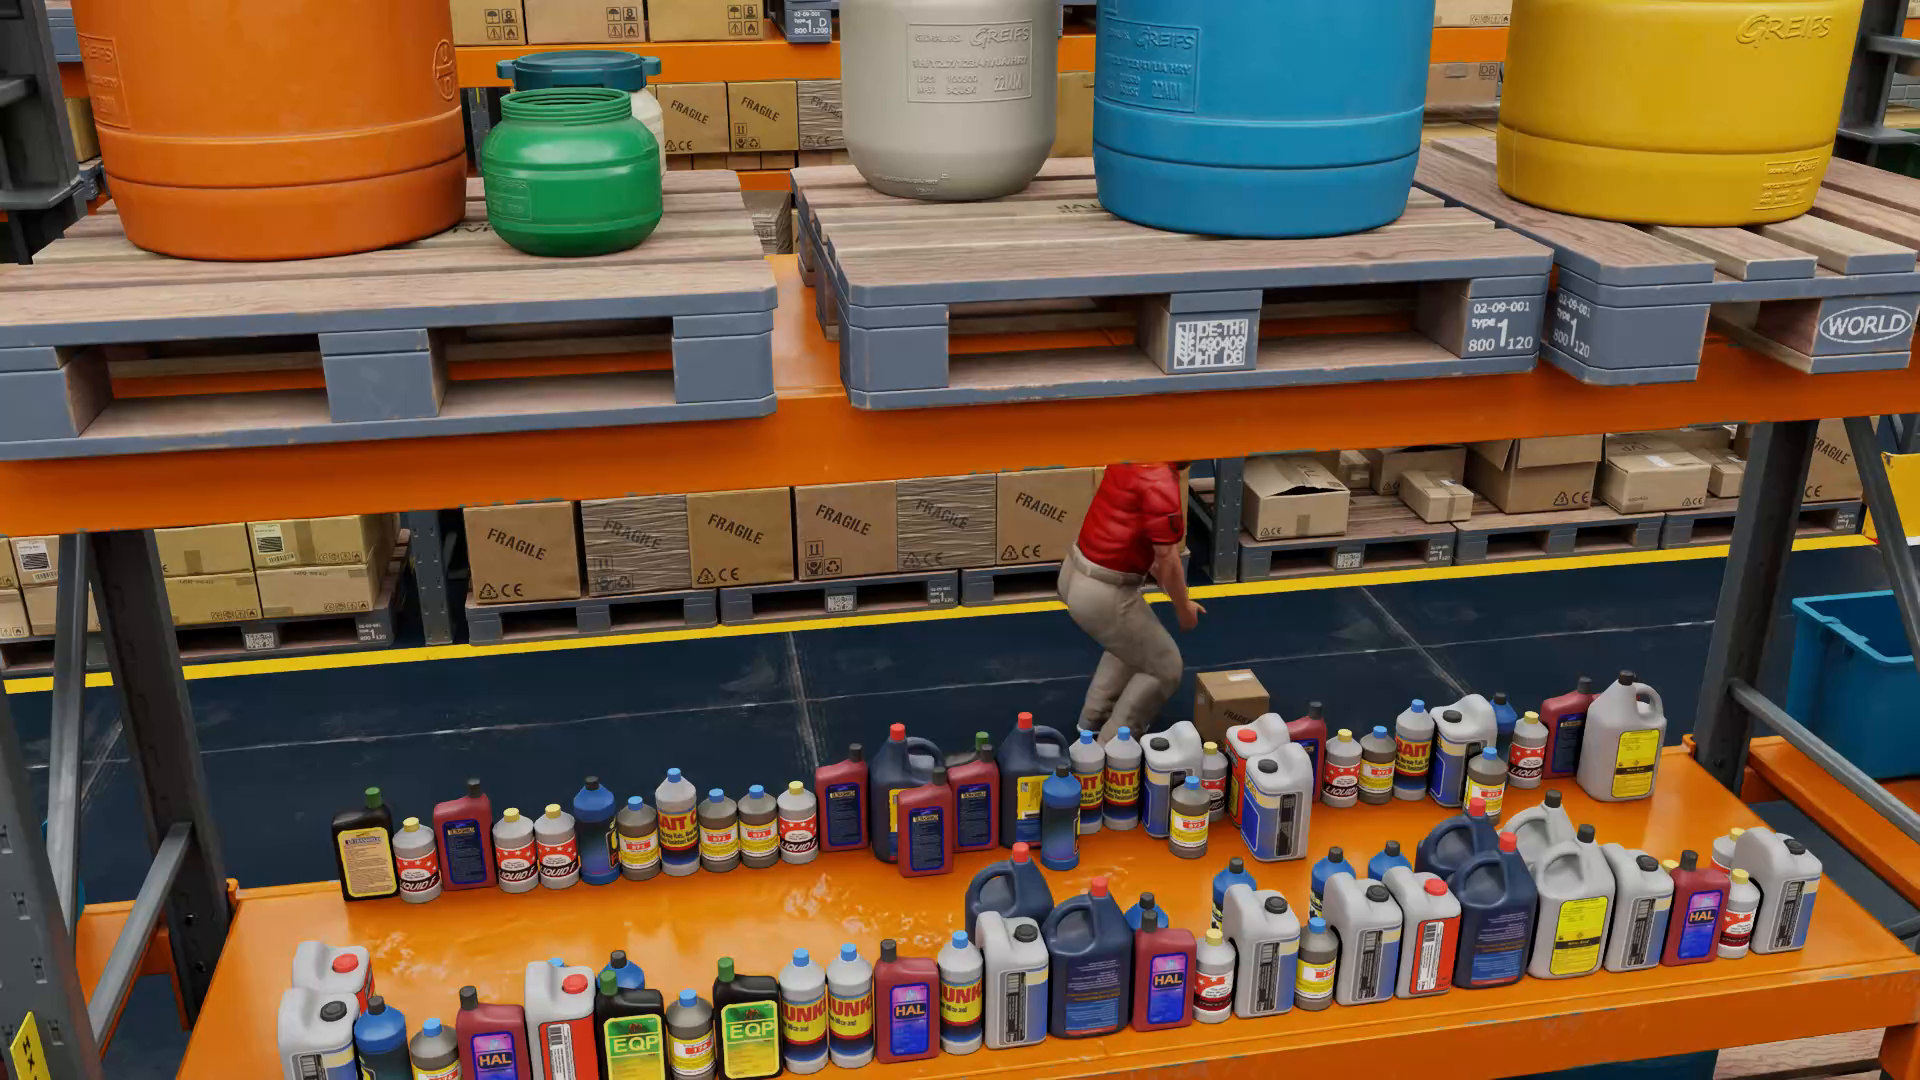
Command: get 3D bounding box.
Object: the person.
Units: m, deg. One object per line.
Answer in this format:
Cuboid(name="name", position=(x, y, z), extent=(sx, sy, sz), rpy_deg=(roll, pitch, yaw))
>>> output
Cuboid(name="person", position=(0.719, 0.188, 6.961), extent=(0.621, 1.520, 0.586), rpy_deg=(-4, 23, -9))
